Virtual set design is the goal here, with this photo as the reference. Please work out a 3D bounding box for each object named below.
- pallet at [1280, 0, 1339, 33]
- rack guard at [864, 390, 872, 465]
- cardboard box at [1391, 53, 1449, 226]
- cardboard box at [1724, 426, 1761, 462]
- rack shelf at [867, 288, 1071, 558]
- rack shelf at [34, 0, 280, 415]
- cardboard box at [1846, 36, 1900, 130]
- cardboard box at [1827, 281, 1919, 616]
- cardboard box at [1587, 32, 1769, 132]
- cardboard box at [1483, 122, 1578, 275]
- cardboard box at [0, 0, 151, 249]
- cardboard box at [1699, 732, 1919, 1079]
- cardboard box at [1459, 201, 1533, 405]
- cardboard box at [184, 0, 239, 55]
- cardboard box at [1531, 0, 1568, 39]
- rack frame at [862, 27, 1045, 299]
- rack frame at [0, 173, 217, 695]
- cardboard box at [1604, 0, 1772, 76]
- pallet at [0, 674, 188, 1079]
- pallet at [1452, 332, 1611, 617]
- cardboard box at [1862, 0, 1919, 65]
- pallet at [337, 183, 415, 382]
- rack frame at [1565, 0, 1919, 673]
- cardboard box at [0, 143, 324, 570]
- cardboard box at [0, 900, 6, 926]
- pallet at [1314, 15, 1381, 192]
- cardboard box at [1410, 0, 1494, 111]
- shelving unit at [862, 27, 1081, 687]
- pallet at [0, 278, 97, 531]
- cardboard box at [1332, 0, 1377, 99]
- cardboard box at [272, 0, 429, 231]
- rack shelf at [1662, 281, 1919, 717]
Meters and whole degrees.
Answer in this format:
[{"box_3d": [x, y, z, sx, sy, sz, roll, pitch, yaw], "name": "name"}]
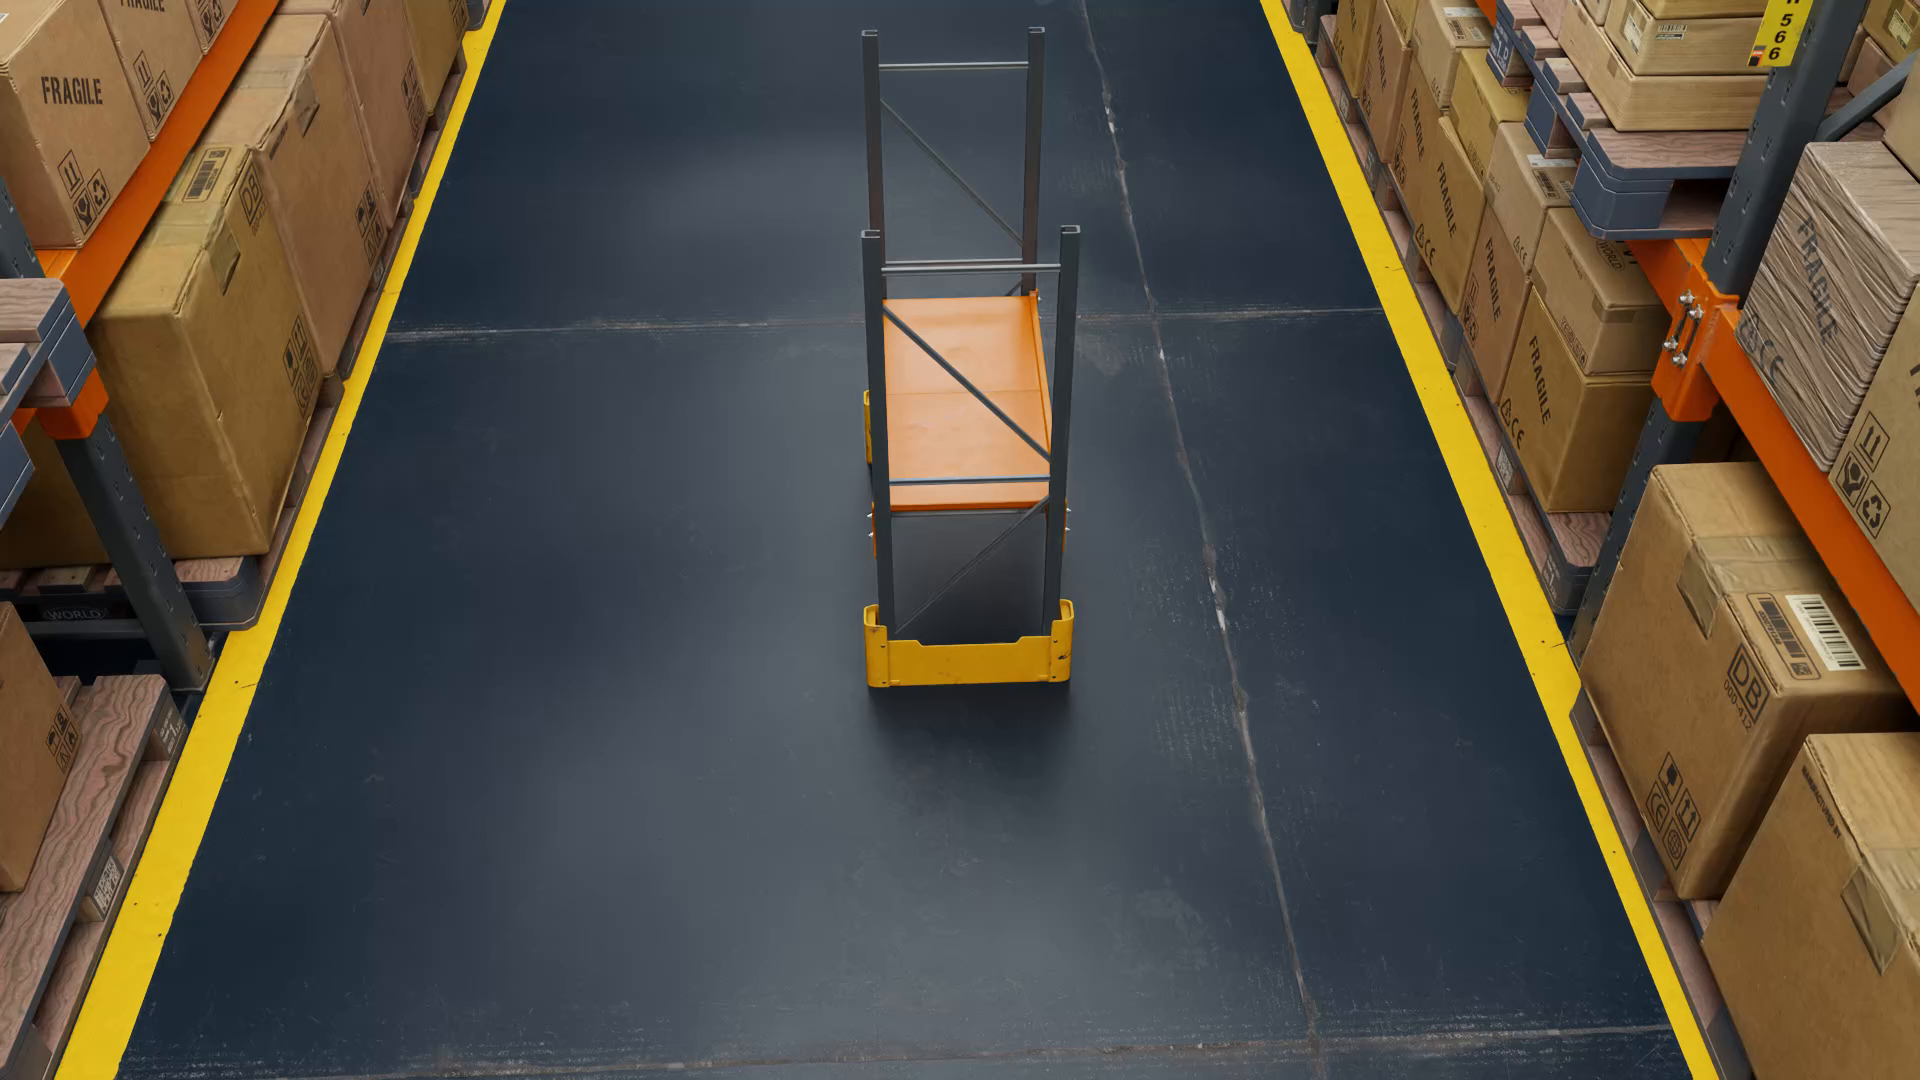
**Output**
[{"box_3d": [2.056, -2.892, 8.249, 1.003, 0.211, 1.213, -2, 43, -2], "name": "pallet"}, {"box_3d": [-0.018, -0.377, 5.476, 0.587, 0.250, 0.087, -2, 43, -2], "name": "rack guard"}, {"box_3d": [1.946, -1.484, 6.188, 0.500, 0.500, 0.500, -1, 43, -1], "name": "cardboard box"}, {"box_3d": [2.514, -0.486, 5.099, 0.500, 0.500, 0.500, -3, 43, -4], "name": "cardboard box"}, {"box_3d": [0.004, -0.363, 4.802, 0.538, 0.185, 1.000, -2, 43, -2], "name": "rack shelf"}, {"box_3d": [-2.755, -1.778, 5.502, 1.077, 0.370, 4.000, -2, 43, -2], "name": "rack shelf"}, {"box_3d": [2.472, -1.137, 4.146, 0.380, 0.149, 0.250, -2, 43, -2], "name": "cardboard box"}, {"box_3d": [2.063, -0.150, 3.120, 0.500, 0.500, 0.500, -2, 43, -2], "name": "cardboard box"}, {"box_3d": [1.809, -1.149, 4.159, 0.380, 0.149, 0.250, -1, 43, -1], "name": "cardboard box"}, {"box_3d": [1.966, -1.072, 5.184, 0.500, 0.250, 0.500, -1, 43, -1], "name": "cardboard box"}, {"box_3d": [-2.419, -1.066, 4.119, 0.500, 0.500, 0.500, 0, 43, -1], "name": "cardboard box"}, {"box_3d": [2.266, 0.911, 3.390, 1.050, 0.750, 0.750, -1, 43, -1], "name": "cardboard box"}, {"box_3d": [1.982, -0.788, 5.429, 0.500, 0.500, 0.500, 0, 43, 0], "name": "cardboard box"}, {"box_3d": [-2.468, -1.760, 4.876, 0.500, 0.500, 0.500, -2, 43, -3], "name": "cardboard box"}, {"box_3d": [1.789, -1.491, 4.532, 0.380, 0.149, 0.250, -1, 43, -1], "name": "cardboard box"}, {"box_3d": [-0.018, -0.838, 5.055, 0.500, 1.500, 0.032, -2, 43, -2], "name": "rack frame"}, {"box_3d": [-2.670, -0.693, 3.786, 1.000, 3.000, 0.127, -2, 43, -2], "name": "rack frame"}, {"box_3d": [1.814, -1.260, 4.059, 0.380, 0.149, 0.250, -1, 43, -1], "name": "cardboard box"}, {"box_3d": [-2.638, 0.862, 4.153, 1.003, 0.211, 1.213, -2, 43, -2], "name": "pallet"}, {"box_3d": [2.258, -0.267, 5.385, 1.003, 0.211, 1.213, -2, 43, -2], "name": "pallet"}, {"box_3d": [2.470, -1.271, 4.072, 0.380, 0.149, 0.250, 0, 43, 0], "name": "cardboard box"}, {"box_3d": [-2.677, -1.021, 6.208, 1.003, 0.211, 1.213, -2, 43, -2], "name": "pallet"}, {"box_3d": [2.290, -0.767, 3.867, 1.000, 3.000, 0.127, -2, 43, -2], "name": "rack frame"}, {"box_3d": [-2.679, -0.531, 4.871, 1.225, 0.875, 0.875, -3, 43, -4], "name": "cardboard box"}, {"box_3d": [-2.585, 0.892, 3.581, 0.700, 0.500, 0.500, -5, 43, -5], "name": "cardboard box"}, {"box_3d": [2.154, -1.914, 7.182, 1.003, 0.211, 1.213, -2, 43, -2], "name": "pallet"}, {"box_3d": [1.930, -1.767, 5.942, 0.500, 0.250, 0.500, 0, 43, 0], "name": "cardboard box"}, {"box_3d": [0.003, -0.501, 4.687, 0.587, 1.500, 1.083, -2, 43, -2], "name": "shelving unit"}, {"box_3d": [-2.533, -0.144, 3.330, 1.213, 0.211, 1.003, -2, 43, -2], "name": "pallet"}, {"box_3d": [1.886, -2.195, 6.963, 0.500, 0.500, 0.500, 0, 43, 0], "name": "cardboard box"}, {"box_3d": [-2.754, -1.730, 6.180, 1.225, 0.875, 0.875, -3, 43, -3], "name": "cardboard box"}, {"box_3d": [2.375, 0.848, 2.637, 1.077, 0.370, 4.000, -2, 43, -2], "name": "rack shelf"}]
